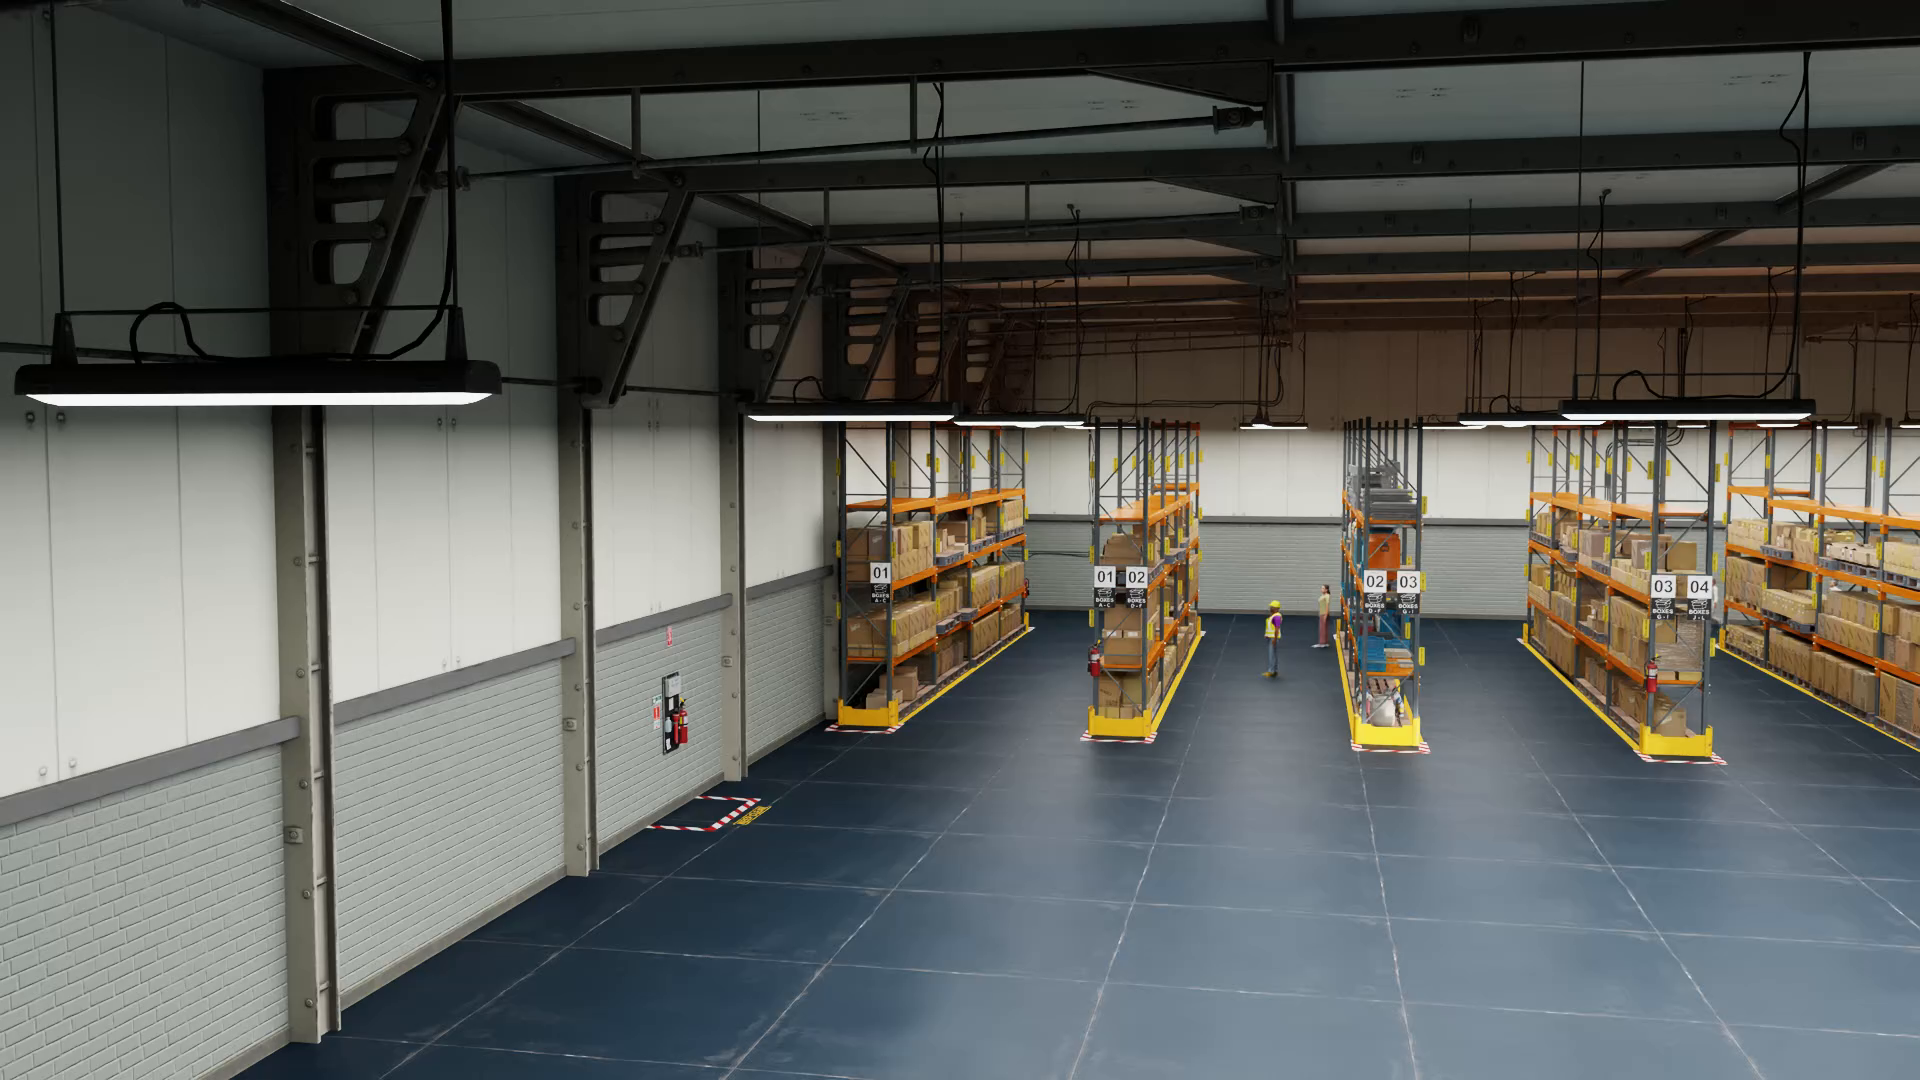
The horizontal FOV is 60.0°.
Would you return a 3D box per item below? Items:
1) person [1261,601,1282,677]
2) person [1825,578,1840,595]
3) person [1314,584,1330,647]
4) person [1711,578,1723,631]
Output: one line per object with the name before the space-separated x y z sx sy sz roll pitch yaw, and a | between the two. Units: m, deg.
person | 7.294 2.313 39.098 0.599 1.762 0.574 -1 4 -19
person | 24.238 1.878 46.145 0.531 1.666 0.506 0 4 6
person | 9.666 2.014 44.363 0.422 1.673 0.505 1 4 13
person | 21.405 1.854 47.246 0.572 1.582 0.423 0 4 0
